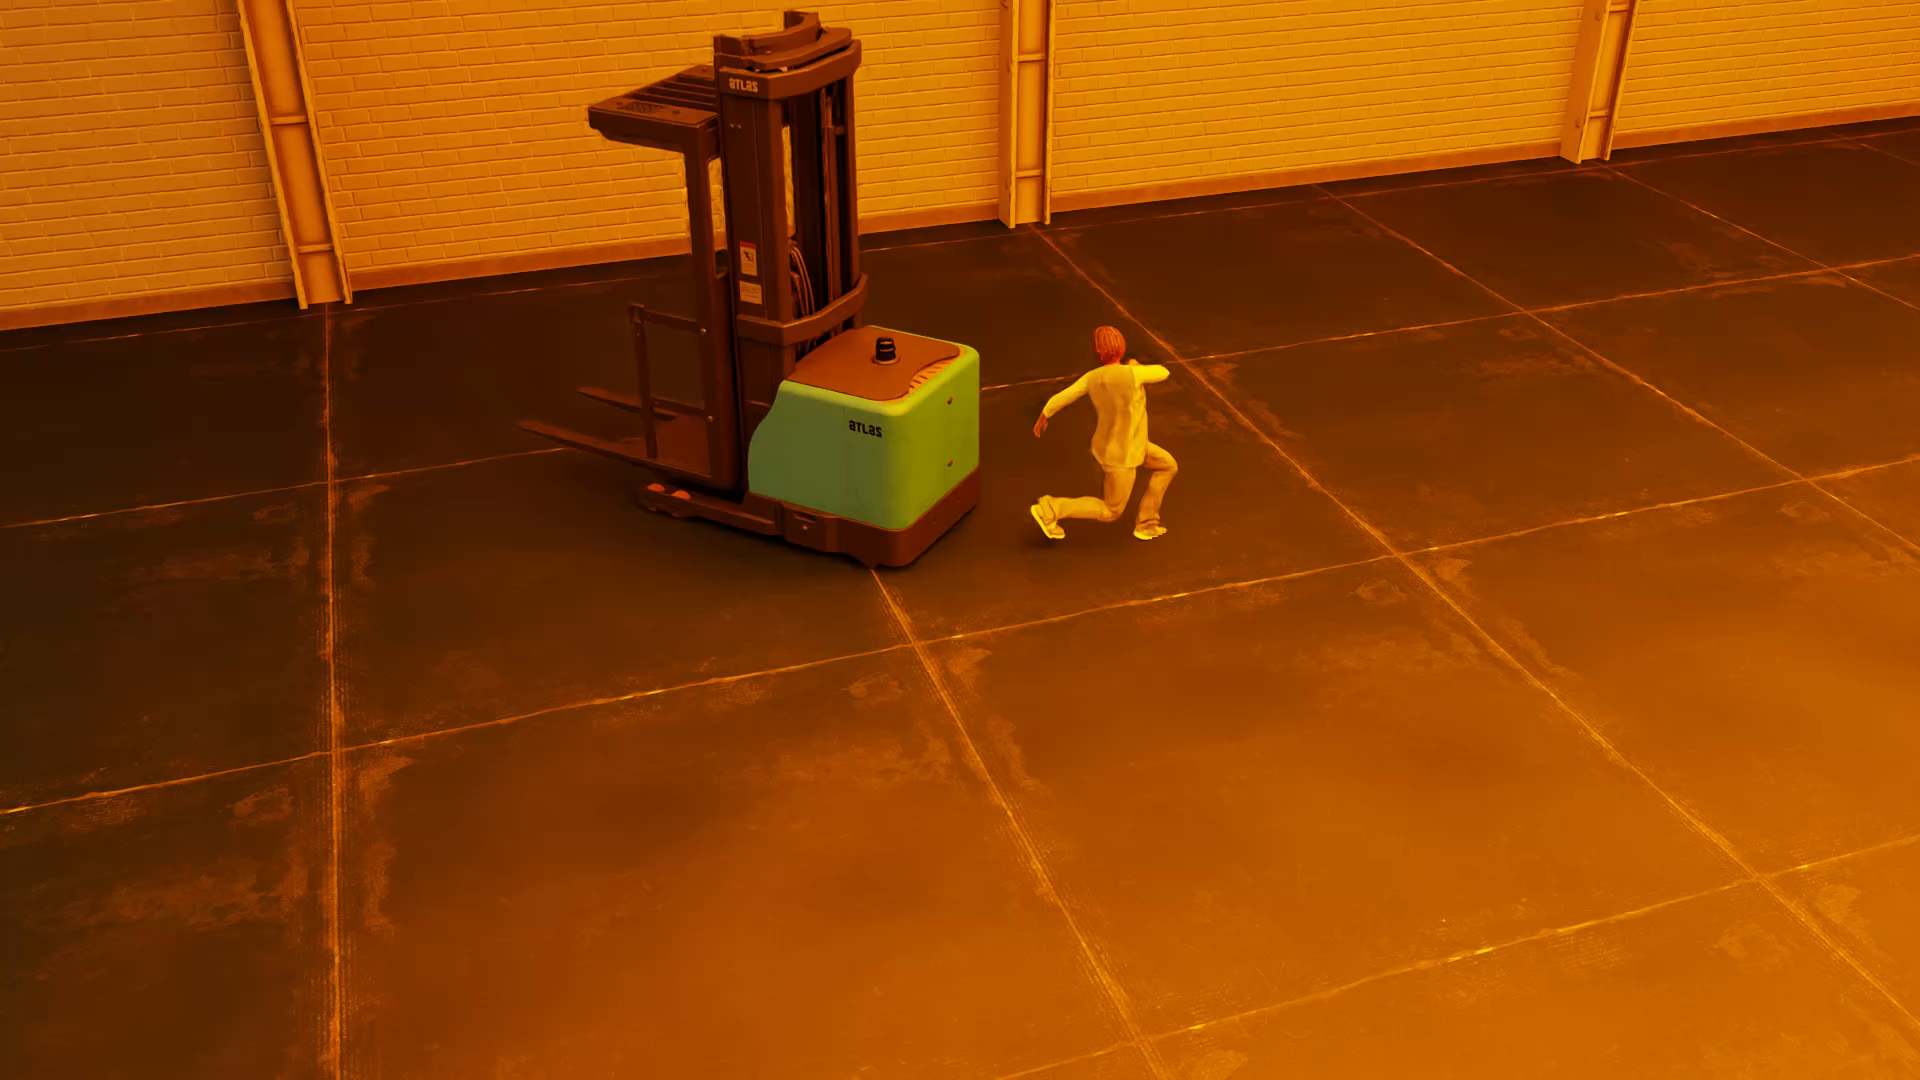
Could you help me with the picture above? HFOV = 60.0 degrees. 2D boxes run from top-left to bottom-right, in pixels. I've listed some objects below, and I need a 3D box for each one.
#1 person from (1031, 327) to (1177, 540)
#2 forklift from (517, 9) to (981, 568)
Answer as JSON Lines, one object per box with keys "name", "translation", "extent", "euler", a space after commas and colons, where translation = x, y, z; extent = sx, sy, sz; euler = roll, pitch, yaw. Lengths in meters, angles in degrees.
{"name": "person", "translation": [0.835, -0.608, 9.801], "extent": [0.867, 1.365, 0.632], "euler": [-11, 32, -18]}
{"name": "forklift", "translation": [-1.415, -1.621, 9.905], "extent": [3.031, 2.935, 1.130], "euler": [15, 33, 24]}
